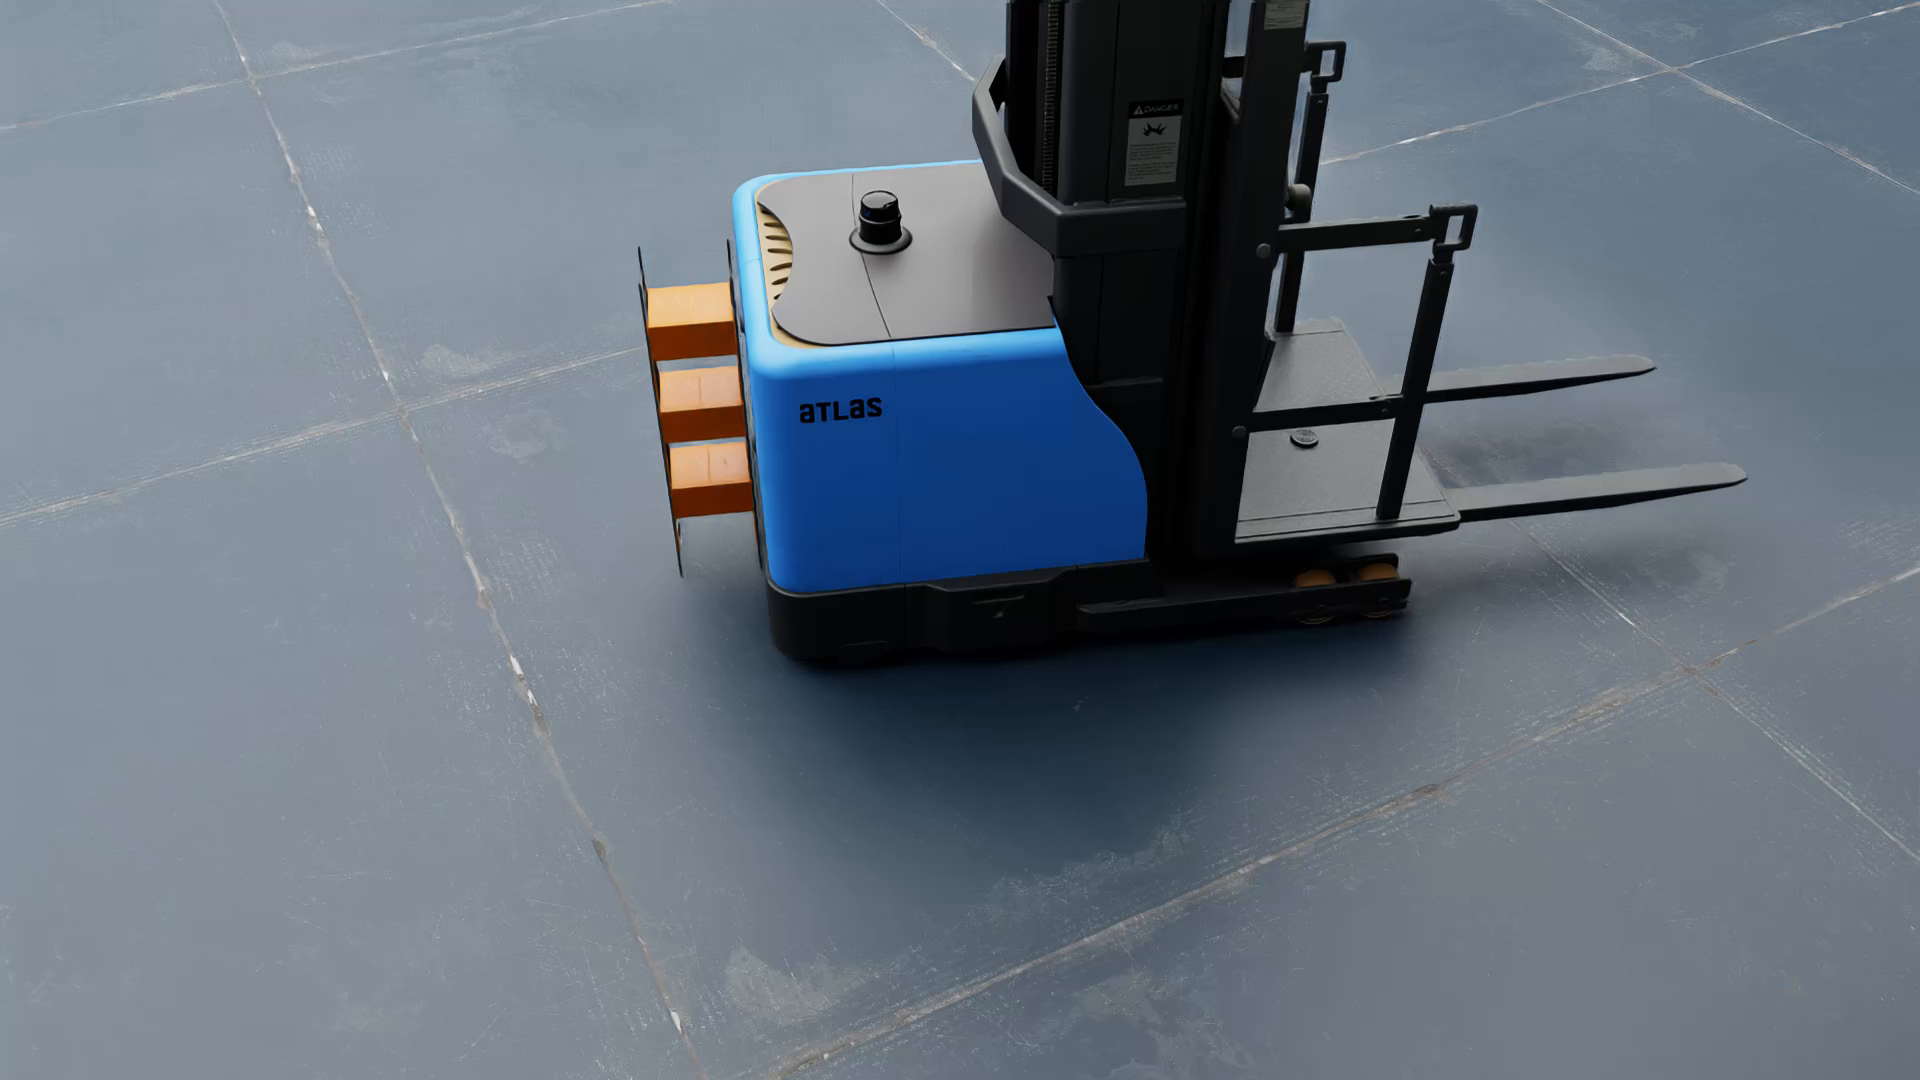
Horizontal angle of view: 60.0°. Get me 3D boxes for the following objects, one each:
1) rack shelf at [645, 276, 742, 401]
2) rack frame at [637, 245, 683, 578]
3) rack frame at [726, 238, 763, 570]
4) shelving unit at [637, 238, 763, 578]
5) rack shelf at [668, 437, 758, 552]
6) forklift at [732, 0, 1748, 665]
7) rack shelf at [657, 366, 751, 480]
[{"bbox_3d":[-0.750,-0.568,4.686,0.240,0.259,0.215,-6,41,-7],"label":"rack shelf"},{"bbox_3d":[-0.870,-0.347,4.848,0.008,1.050,0.200,-6,41,-7],"label":"rack frame"},{"bbox_3d":[-0.629,-0.372,4.877,0.008,1.050,0.200,-6,41,-7],"label":"rack frame"},{"bbox_3d":[-0.750,-0.360,4.862,0.252,1.050,0.215,-6,41,-7],"label":"shelving unit"},{"bbox_3d":[-0.750,-0.139,5.049,0.240,0.259,0.215,-6,41,-7],"label":"rack shelf"},{"bbox_3d":[0.888,-1.201,4.400,3.031,2.935,1.130,-6,41,-7],"label":"forklift"},{"bbox_3d":[-0.750,-0.352,4.869,0.240,0.259,0.215,-6,41,-7],"label":"rack shelf"}]
